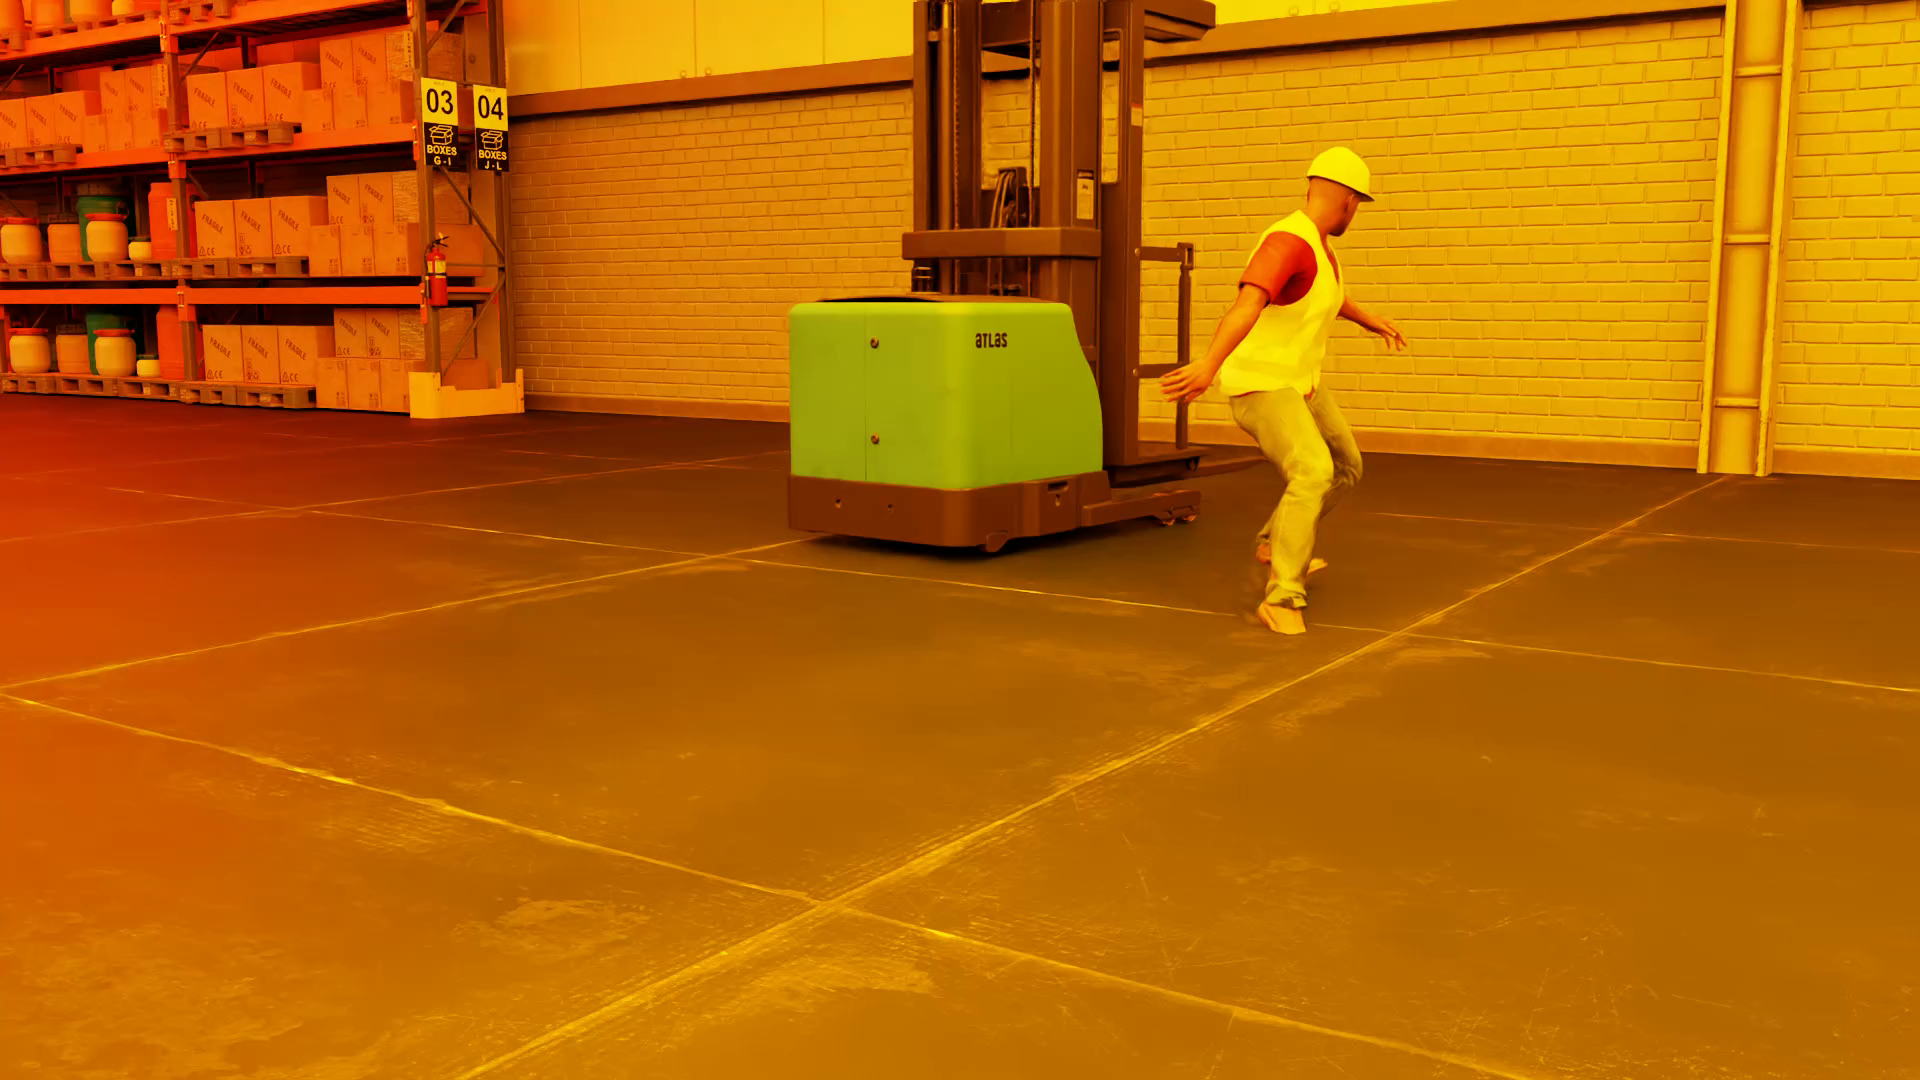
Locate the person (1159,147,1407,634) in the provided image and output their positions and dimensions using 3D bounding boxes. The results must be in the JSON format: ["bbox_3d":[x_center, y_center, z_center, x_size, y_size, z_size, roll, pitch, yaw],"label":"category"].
[{"bbox_3d":[1.160,-0.498,5.844,0.568,1.723,1.153,4,9,27],"label":"person"}]

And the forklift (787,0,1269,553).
[{"bbox_3d":[0.542,-1.556,8.135,1.130,2.935,3.031,6,10,38],"label":"forklift"}]
